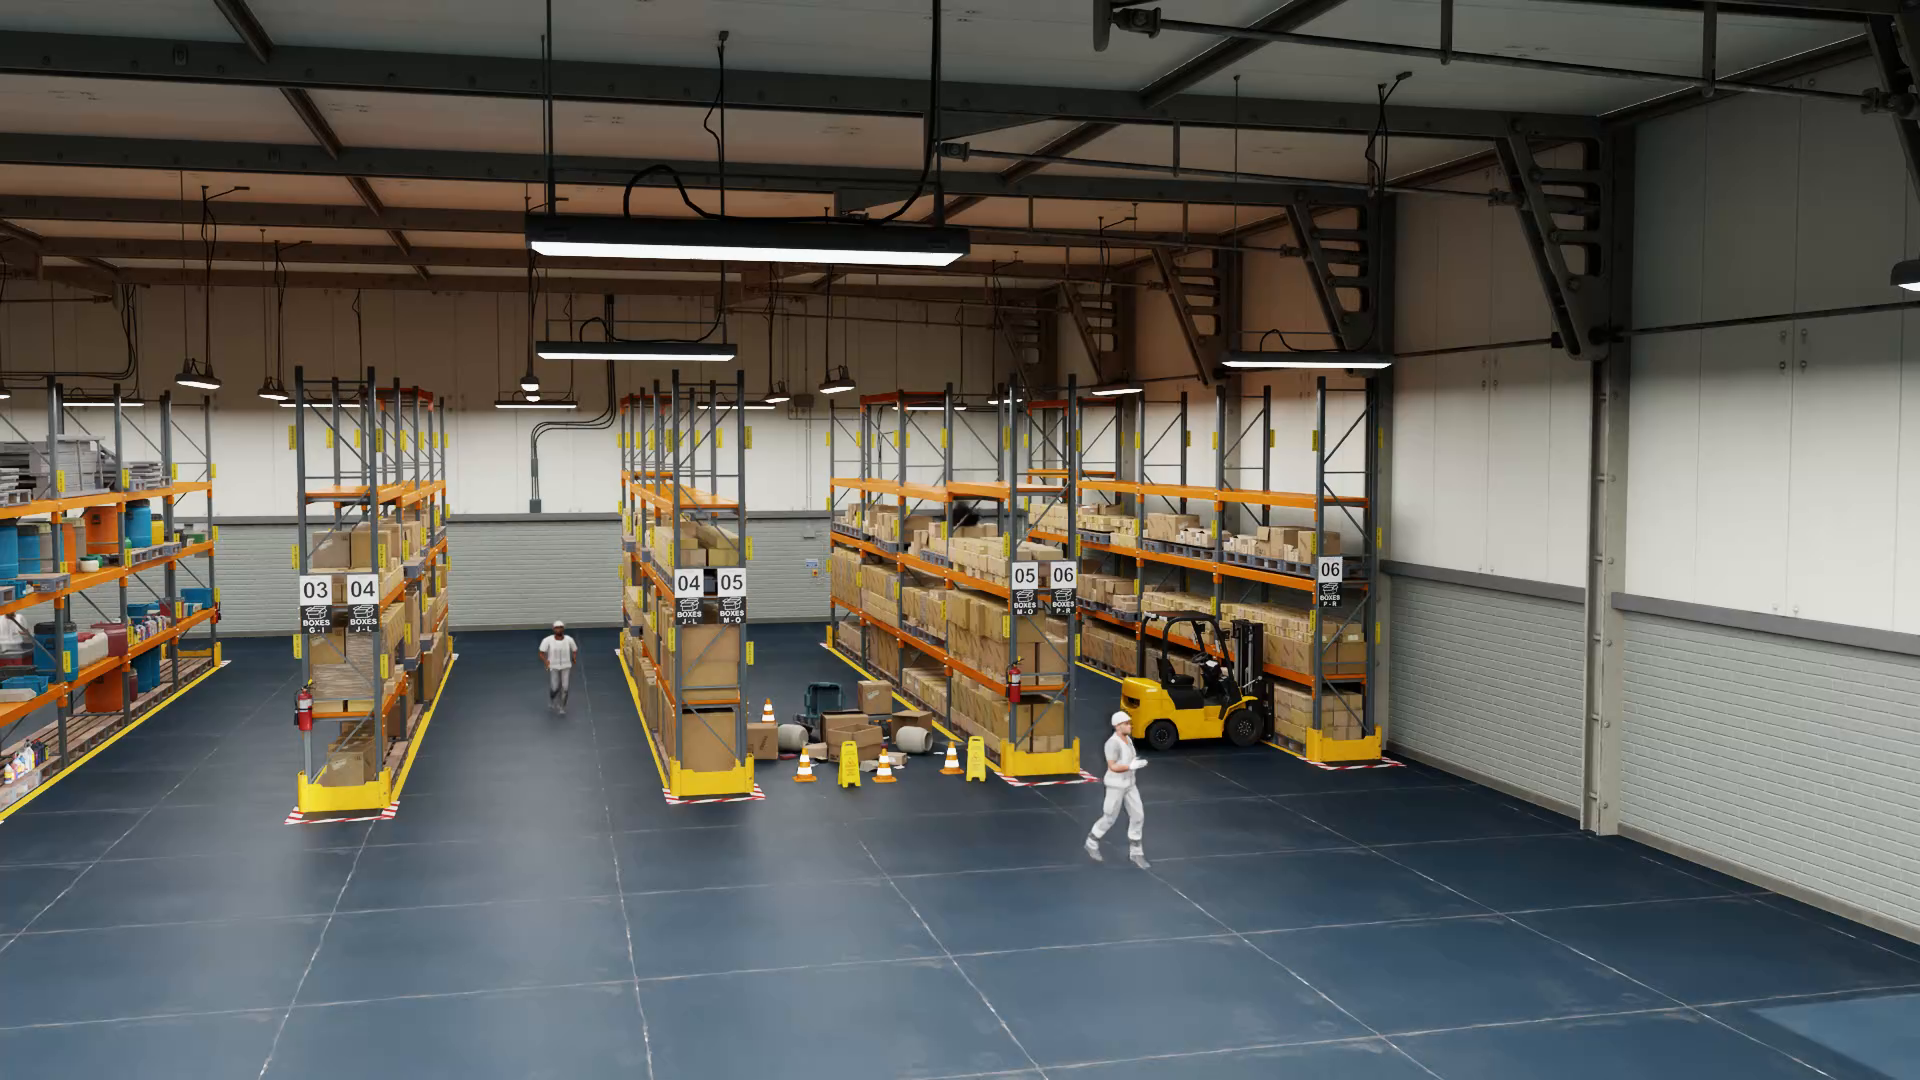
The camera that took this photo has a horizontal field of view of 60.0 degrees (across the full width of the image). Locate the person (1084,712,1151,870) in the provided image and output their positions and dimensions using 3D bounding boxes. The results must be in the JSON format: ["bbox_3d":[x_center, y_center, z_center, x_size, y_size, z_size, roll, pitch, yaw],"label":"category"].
[{"bbox_3d":[1.850,2.929,19.521,0.836,1.846,0.662,2,4,36],"label":"person"}]

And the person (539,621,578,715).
[{"bbox_3d":[-7.314,2.330,30.368,0.698,1.718,0.606,-1,4,-23],"label":"person"}]

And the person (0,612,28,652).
[{"bbox_3d":[-19.131,2.116,33.481,0.661,1.786,0.712,-2,4,-30],"label":"person"}]
